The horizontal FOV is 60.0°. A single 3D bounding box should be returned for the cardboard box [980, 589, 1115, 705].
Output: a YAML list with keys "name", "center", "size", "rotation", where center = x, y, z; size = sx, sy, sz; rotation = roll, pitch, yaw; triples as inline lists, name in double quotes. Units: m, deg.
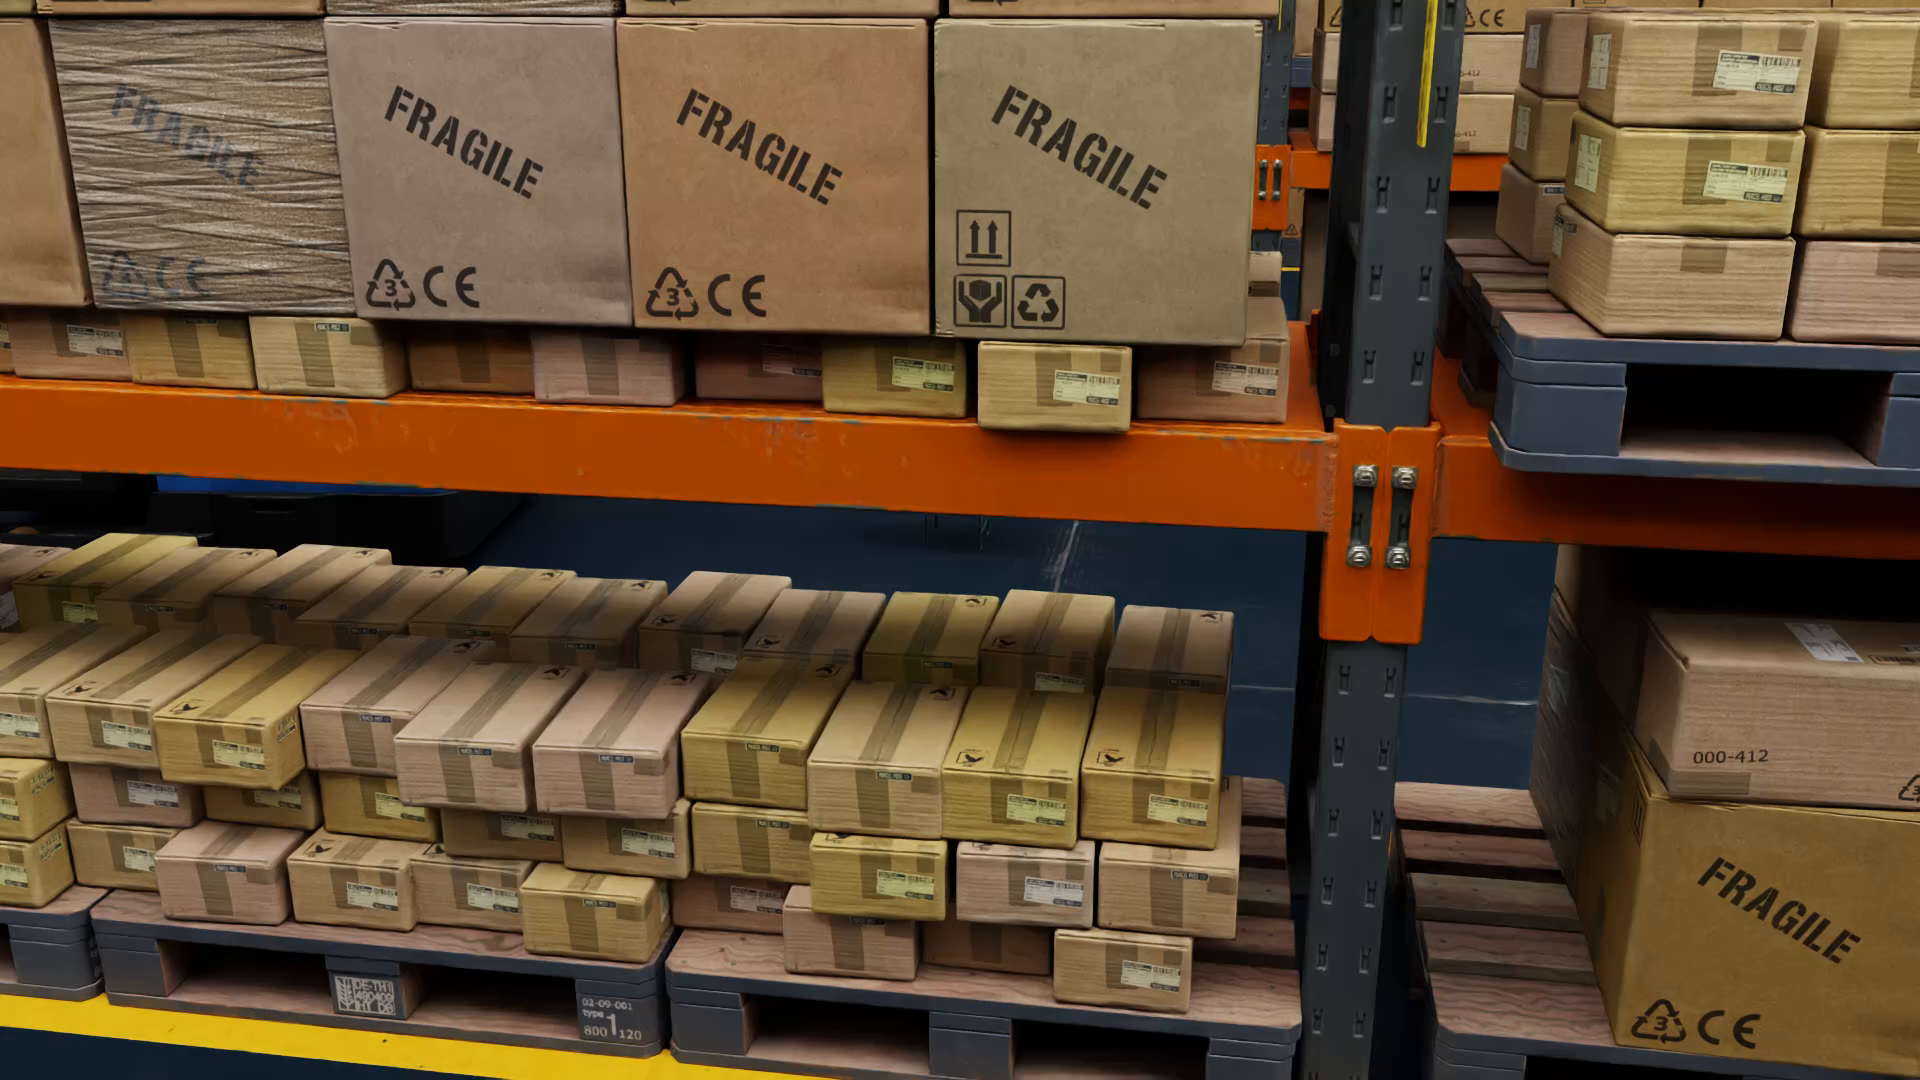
- name: "cardboard box"
  center: [0.198, 0.250, 3.721]
  size: [0.250, 0.149, 0.380]
  rotation: [4, 19, 11]

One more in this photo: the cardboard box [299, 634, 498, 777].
- name: "cardboard box"
  center: [-1.152, 0.339, 3.456]
  size: [0.250, 0.149, 0.380]
  rotation: [3, 19, 9]

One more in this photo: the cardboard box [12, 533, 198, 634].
- name: "cardboard box"
  center: [-2.103, 0.115, 4.126]
  size: [0.250, 0.149, 0.380]
  rotation: [3, 19, 7]

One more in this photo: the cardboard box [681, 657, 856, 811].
- name: "cardboard box"
  center: [-0.374, 0.380, 3.332]
  size: [0.250, 0.149, 0.380]
  rotation: [4, 19, 10]

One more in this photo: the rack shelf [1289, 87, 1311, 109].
- name: "rack shelf"
  center: [4.212, -3.175, 12.199]
  size: [4.000, 0.370, 1.077]
  rotation: [3, 19, 9]

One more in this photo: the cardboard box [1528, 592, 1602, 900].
- name: "cardboard box"
  center: [1.539, 0.439, 3.542]
  size: [0.500, 0.500, 0.500]
  rotation: [3, 19, 8]

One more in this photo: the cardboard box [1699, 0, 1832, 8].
- name: "cardboard box"
  center: [3.355, -2.404, 7.027]
  size: [0.500, 0.500, 0.500]
  rotation: [3, 19, 8]

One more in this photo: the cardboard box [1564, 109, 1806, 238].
- name: "cardboard box"
  center: [1.084, -0.563, 2.523]
  size: [0.250, 0.149, 0.380]
  rotation: [3, 19, 10]

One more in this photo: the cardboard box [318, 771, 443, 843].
- name: "cardboard box"
  center: [-1.135, 0.475, 3.517]
  size: [0.250, 0.149, 0.380]
  rotation: [4, 19, 11]

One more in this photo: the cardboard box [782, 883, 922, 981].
- name: "cardboard box"
  center: [-0.187, 0.702, 3.310]
  size: [0.250, 0.149, 0.380]
  rotation: [2, 19, 7]

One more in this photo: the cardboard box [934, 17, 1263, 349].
- name: "cardboard box"
  center: [0.246, -0.630, 2.832]
  size: [0.500, 0.500, 0.500]
  rotation: [3, 19, 9]

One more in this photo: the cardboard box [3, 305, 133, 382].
- name: "cardboard box"
  center: [-1.618, -0.426, 3.245]
  size: [0.250, 0.149, 0.380]
  rotation: [3, 19, 8]

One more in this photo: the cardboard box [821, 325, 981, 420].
- name: "cardboard box"
  center: [-0.077, -0.339, 2.984]
  size: [0.250, 0.149, 0.380]
  rotation: [4, 19, 11]

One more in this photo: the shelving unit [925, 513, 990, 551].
- name: "shelving unit"
  center: [-0.008, -0.427, 6.162]
  size: [0.210, 0.900, 0.258]
  rotation: [3, 19, 9]

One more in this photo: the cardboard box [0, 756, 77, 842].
- name: "cardboard box"
  center: [-1.951, 0.474, 3.520]
  size: [0.250, 0.149, 0.380]
  rotation: [4, 19, 10]

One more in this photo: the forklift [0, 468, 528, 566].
- name: "forklift"
  center: [-3.243, -1.435, 5.972]
  size: [3.031, 2.935, 1.130]
  rotation: [1, 19, 2]

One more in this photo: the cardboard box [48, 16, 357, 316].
- name: "cardboard box"
  center: [-1.263, -0.715, 3.086]
  size: [0.500, 0.500, 0.500]
  rotation: [2, 19, 7]

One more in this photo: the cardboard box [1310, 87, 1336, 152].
- name: "cardboard box"
  center: [1.846, -1.886, 7.448]
  size: [0.500, 0.250, 0.500]
  rotation: [2, 19, 7]

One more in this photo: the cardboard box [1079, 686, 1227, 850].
- name: "cardboard box"
  center: [0.376, 0.429, 3.188]
  size: [0.250, 0.149, 0.380]
  rotation: [3, 19, 10]

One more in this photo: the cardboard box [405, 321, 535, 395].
- name: "cardboard box"
  center: [-0.843, -0.393, 3.147]
  size: [0.250, 0.149, 0.380]
  rotation: [3, 19, 8]

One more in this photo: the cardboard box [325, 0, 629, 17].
- name: "cardboard box"
  center: [-0.753, -1.162, 2.846]
  size: [0.500, 0.500, 0.500]
  rotation: [3, 19, 10]

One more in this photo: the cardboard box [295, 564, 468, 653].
- name: "cardboard box"
  center: [-1.341, 0.192, 3.896]
  size: [0.250, 0.149, 0.380]
  rotation: [2, 19, 7]

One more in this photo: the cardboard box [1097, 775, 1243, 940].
- name: "cardboard box"
  center: [0.407, 0.590, 3.175]
  size: [0.250, 0.149, 0.380]
  rotation: [3, 19, 10]

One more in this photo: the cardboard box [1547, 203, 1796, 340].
- name: "cardboard box"
  center: [1.084, -0.422, 2.570]
  size: [0.250, 0.149, 0.380]
  rotation: [2, 19, 6]

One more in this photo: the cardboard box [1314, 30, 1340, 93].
- name: "cardboard box"
  center: [1.843, -2.117, 7.351]
  size: [0.500, 0.250, 0.500]
  rotation: [2, 19, 7]

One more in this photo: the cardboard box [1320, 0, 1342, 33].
- name: "cardboard box"
  center: [1.842, -2.471, 7.227]
  size: [0.500, 0.500, 0.500]
  rotation: [3, 19, 9]

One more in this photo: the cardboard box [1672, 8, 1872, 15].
- name: "cardboard box"
  center: [1.461, -0.896, 3.049]
  size: [0.250, 0.149, 0.380]
  rotation: [2, 19, 7]

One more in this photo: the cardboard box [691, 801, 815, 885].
- name: "cardboard box"
  center: [-0.362, 0.529, 3.358]
  size: [0.250, 0.149, 0.380]
  rotation: [3, 19, 9]

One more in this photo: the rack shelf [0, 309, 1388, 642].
- name: "rack shelf"
  center: [-1.206, -0.265, 3.502]
  size: [4.000, 0.370, 1.077]
  rotation: [3, 19, 9]

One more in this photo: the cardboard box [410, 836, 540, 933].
- name: "cardboard box"
  center: [-0.942, 0.648, 3.471]
  size: [0.250, 0.149, 0.380]
  rotation: [3, 19, 10]

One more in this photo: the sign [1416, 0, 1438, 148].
- name: "sign"
  center: [0.690, -0.746, 2.441]
  size: [0.005, 0.325, 0.100]
  rotation: [3, 19, 9]

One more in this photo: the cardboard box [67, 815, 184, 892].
- name: "cardboard box"
  center: [-1.695, 0.601, 3.612]
  size: [0.250, 0.149, 0.380]
  rotation: [3, 19, 9]

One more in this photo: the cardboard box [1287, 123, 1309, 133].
- name: "cardboard box"
  center: [2.559, -2.997, 12.319]
  size: [0.250, 0.149, 0.380]
  rotation: [3, 19, 8]

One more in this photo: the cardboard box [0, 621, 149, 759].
- name: "cardboard box"
  center: [-1.940, 0.312, 3.537]
  size: [0.250, 0.149, 0.380]
  rotation: [2, 19, 6]

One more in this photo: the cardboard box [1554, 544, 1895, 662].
- name: "cardboard box"
  center: [1.544, 0.083, 3.423]
  size: [0.500, 0.250, 0.500]
  rotation: [2, 19, 7]

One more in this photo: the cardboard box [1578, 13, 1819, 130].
- name: "cardboard box"
  center: [1.084, -0.704, 2.476]
  size: [0.250, 0.149, 0.380]
  rotation: [4, 19, 11]

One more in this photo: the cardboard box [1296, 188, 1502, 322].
- name: "cardboard box"
  center: [2.078, -1.247, 7.989]
  size: [0.875, 0.875, 0.875]
  rotation: [4, 19, 10]

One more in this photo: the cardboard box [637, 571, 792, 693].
- name: "cardboard box"
  center: [-0.559, 0.209, 3.846]
  size: [0.250, 0.149, 0.380]
  rotation: [3, 19, 10]

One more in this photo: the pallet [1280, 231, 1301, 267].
- name: "pallet"
  center: [3.046, -2.265, 12.741]
  size: [1.213, 0.211, 1.003]
  rotation: [3, 19, 9]

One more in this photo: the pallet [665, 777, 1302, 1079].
- name: "pallet"
  center: [0.099, 0.794, 3.598]
  size: [1.213, 0.211, 1.003]
  rotation: [3, 19, 9]
